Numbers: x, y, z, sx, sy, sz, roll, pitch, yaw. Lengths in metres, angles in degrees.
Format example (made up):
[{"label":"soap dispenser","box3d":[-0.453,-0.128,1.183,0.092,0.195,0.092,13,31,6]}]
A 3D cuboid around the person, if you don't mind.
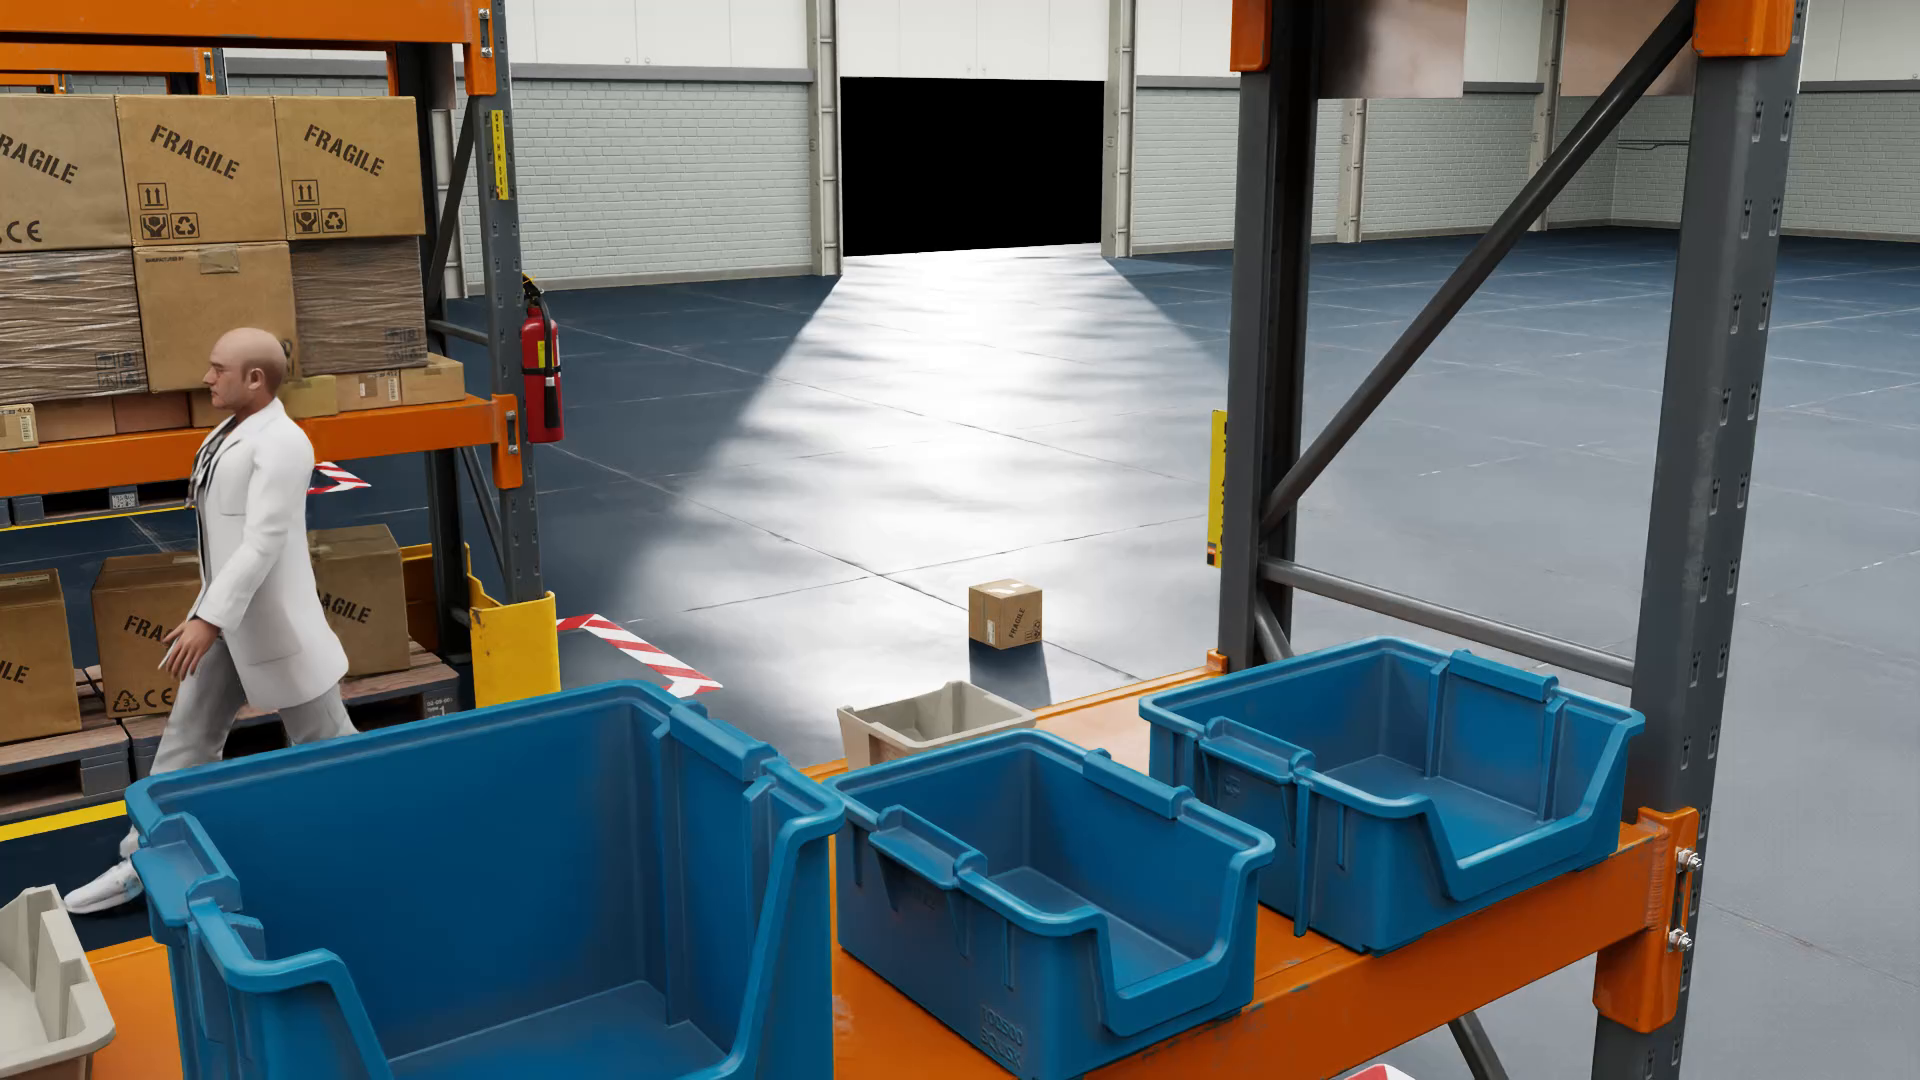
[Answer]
[{"label":"person","box3d":[-2.226,0.245,5.011,0.988,1.738,0.587,-13,19,-41]}]
